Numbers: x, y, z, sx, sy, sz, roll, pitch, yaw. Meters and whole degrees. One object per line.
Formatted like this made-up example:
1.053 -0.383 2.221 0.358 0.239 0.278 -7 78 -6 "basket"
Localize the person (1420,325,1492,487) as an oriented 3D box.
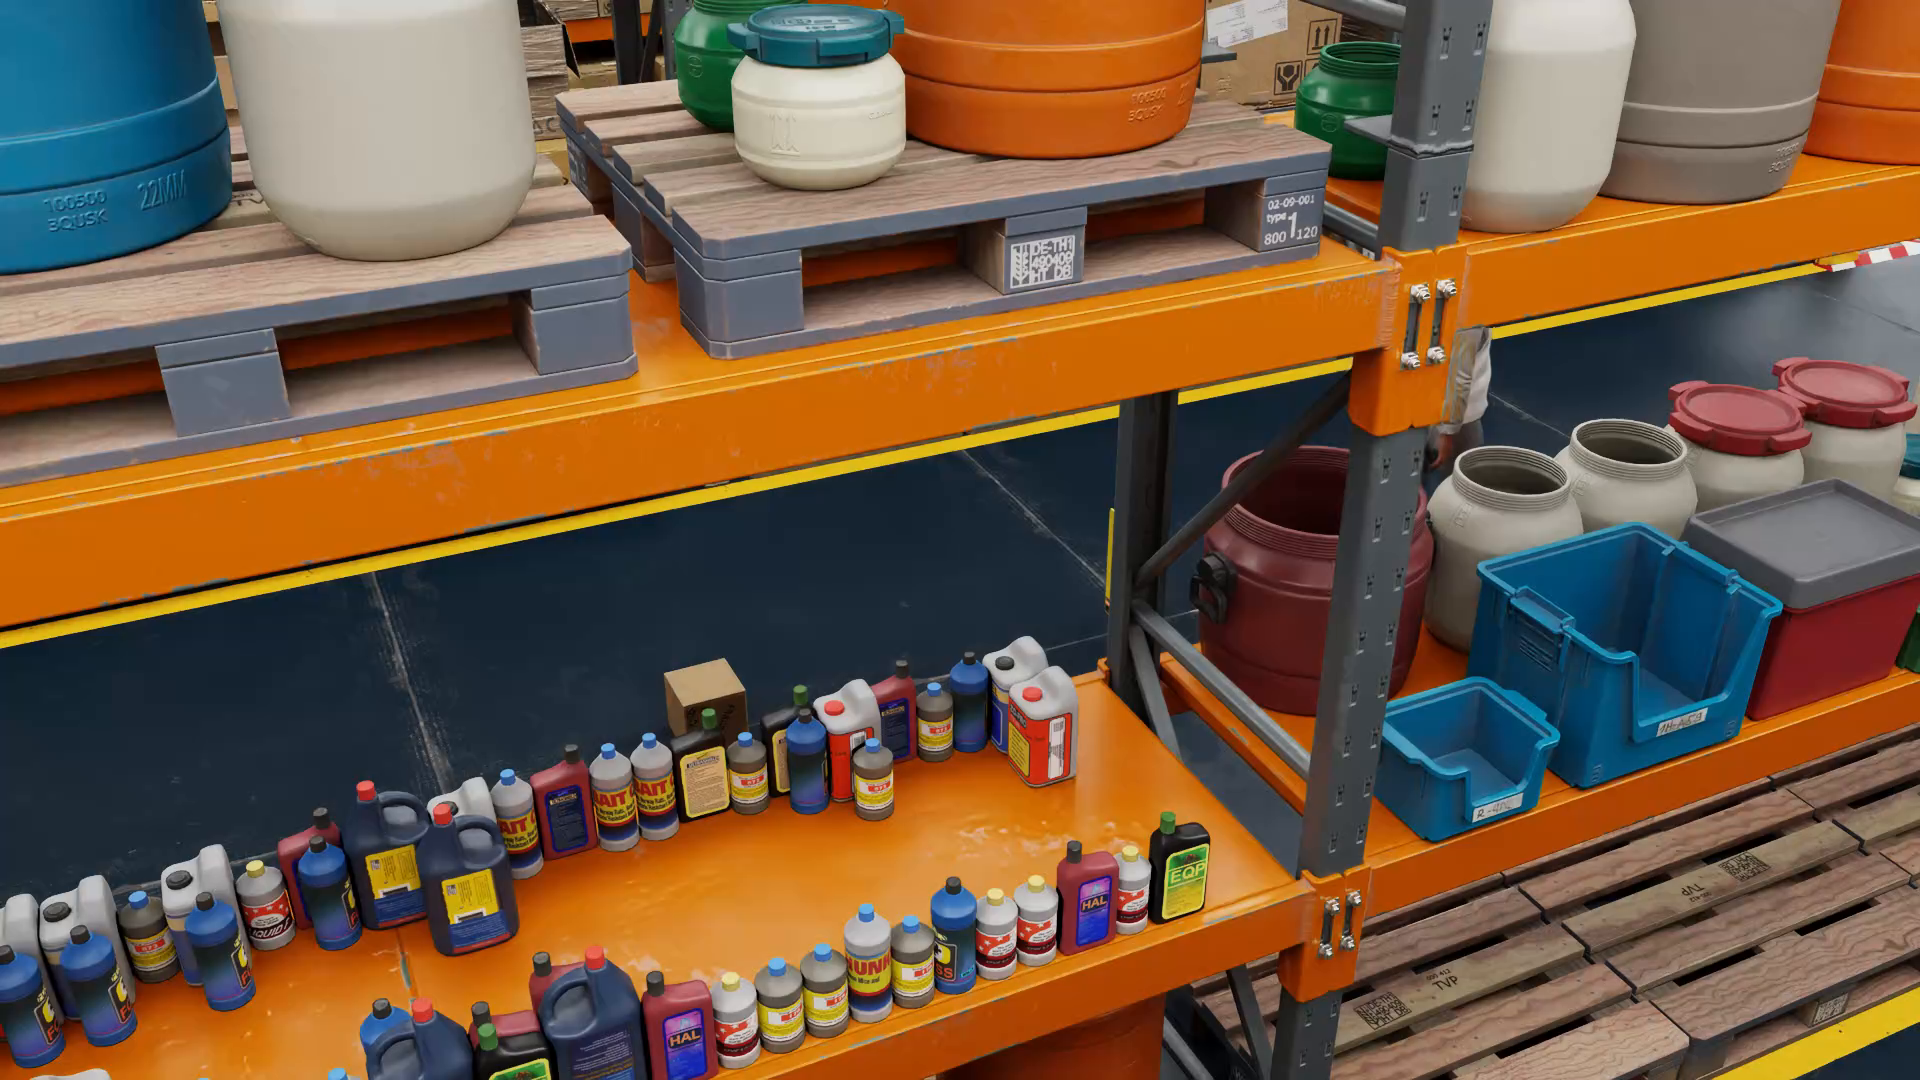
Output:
1.993 -0.564 7.079 0.786 1.750 0.531 -11 31 -18 "person"
